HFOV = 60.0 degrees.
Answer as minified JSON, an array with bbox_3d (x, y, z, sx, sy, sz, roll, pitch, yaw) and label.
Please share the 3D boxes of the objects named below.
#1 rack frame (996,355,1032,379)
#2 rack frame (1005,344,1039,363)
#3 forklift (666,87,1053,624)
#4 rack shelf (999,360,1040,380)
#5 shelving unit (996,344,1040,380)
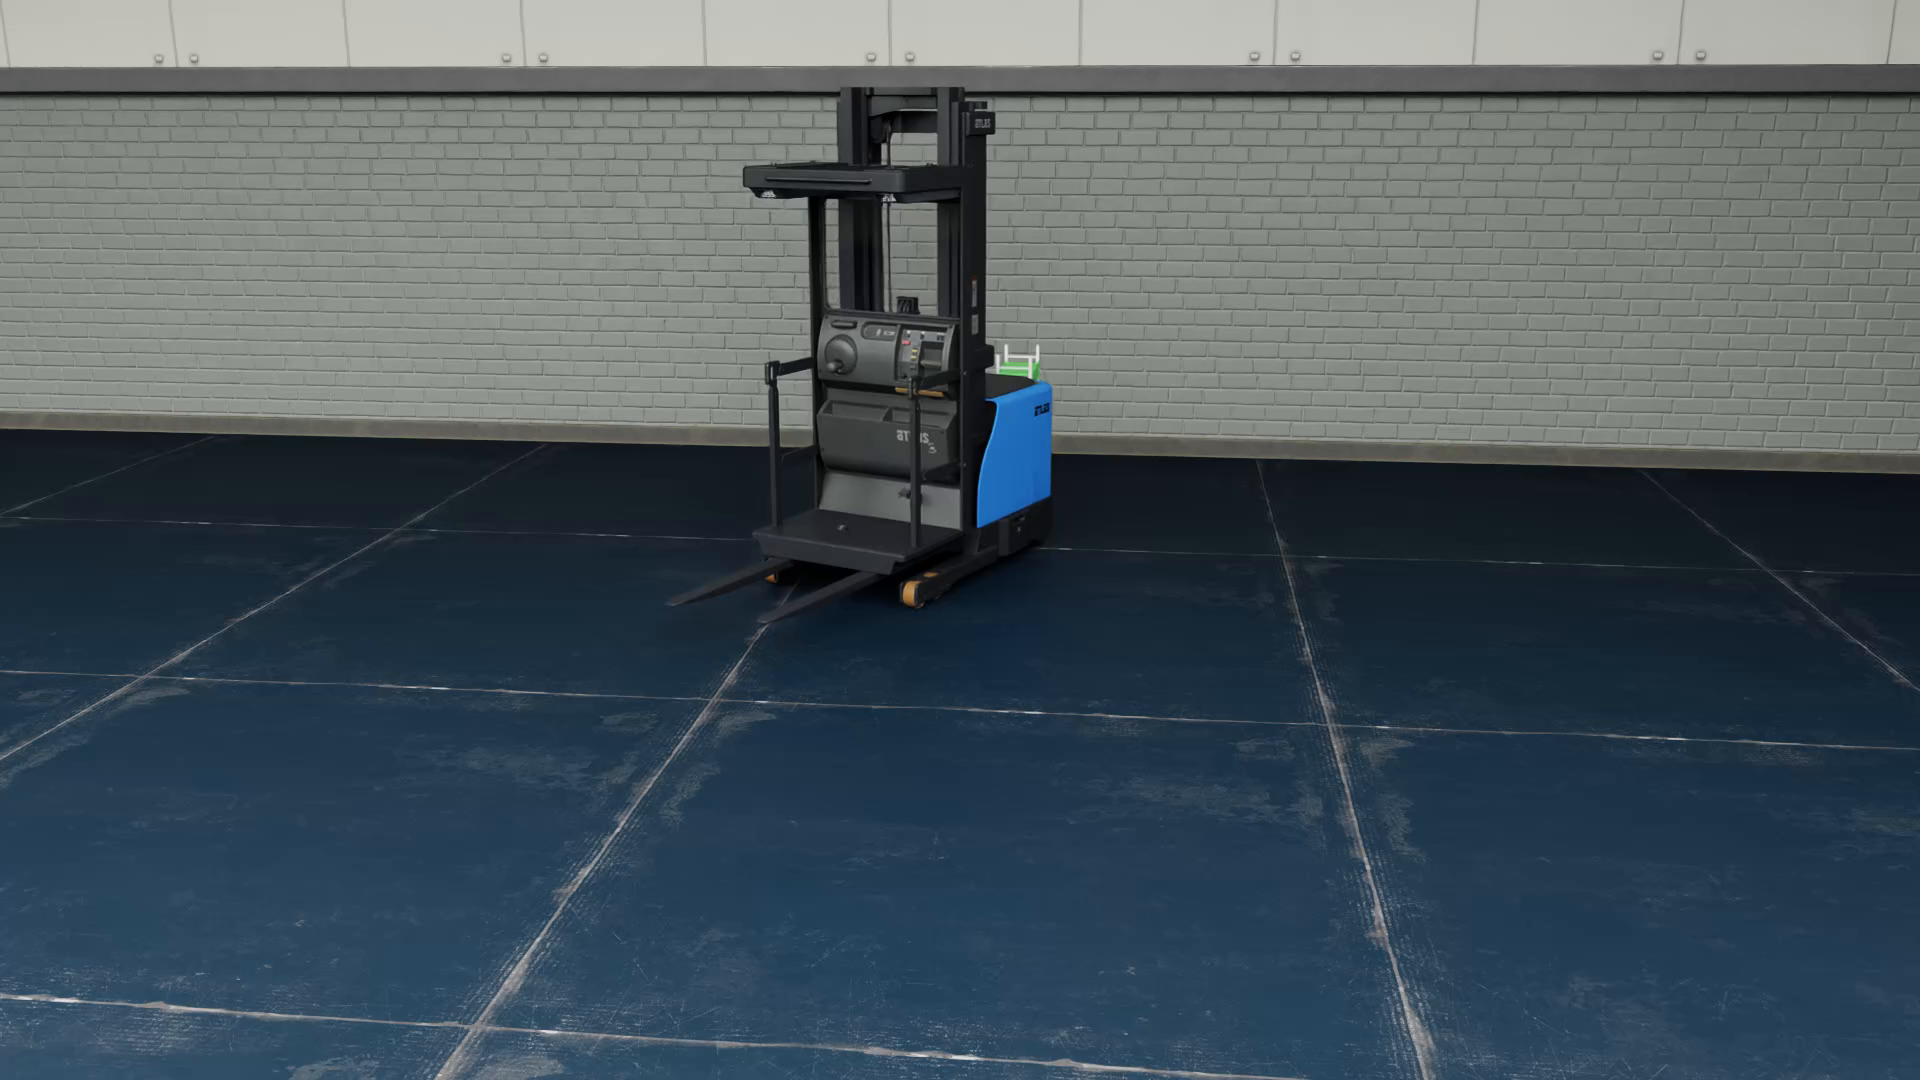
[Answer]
[{"bbox_3d":[0.362,-0.657,11.292,0.240,1.200,0.015,2,15,8],"label":"rack frame"},{"bbox_3d":[0.433,-0.783,11.758,0.240,1.200,0.015,2,15,8],"label":"rack frame"},{"bbox_3d":[-0.553,-1.152,9.809,1.130,2.935,3.031,9,17,29],"label":"forklift"},{"bbox_3d":[0.397,-1.121,11.416,0.258,0.148,0.480,2,15,8],"label":"rack shelf"},{"bbox_3d":[0.397,-0.720,11.525,0.258,1.200,0.503,2,15,8],"label":"shelving unit"}]
